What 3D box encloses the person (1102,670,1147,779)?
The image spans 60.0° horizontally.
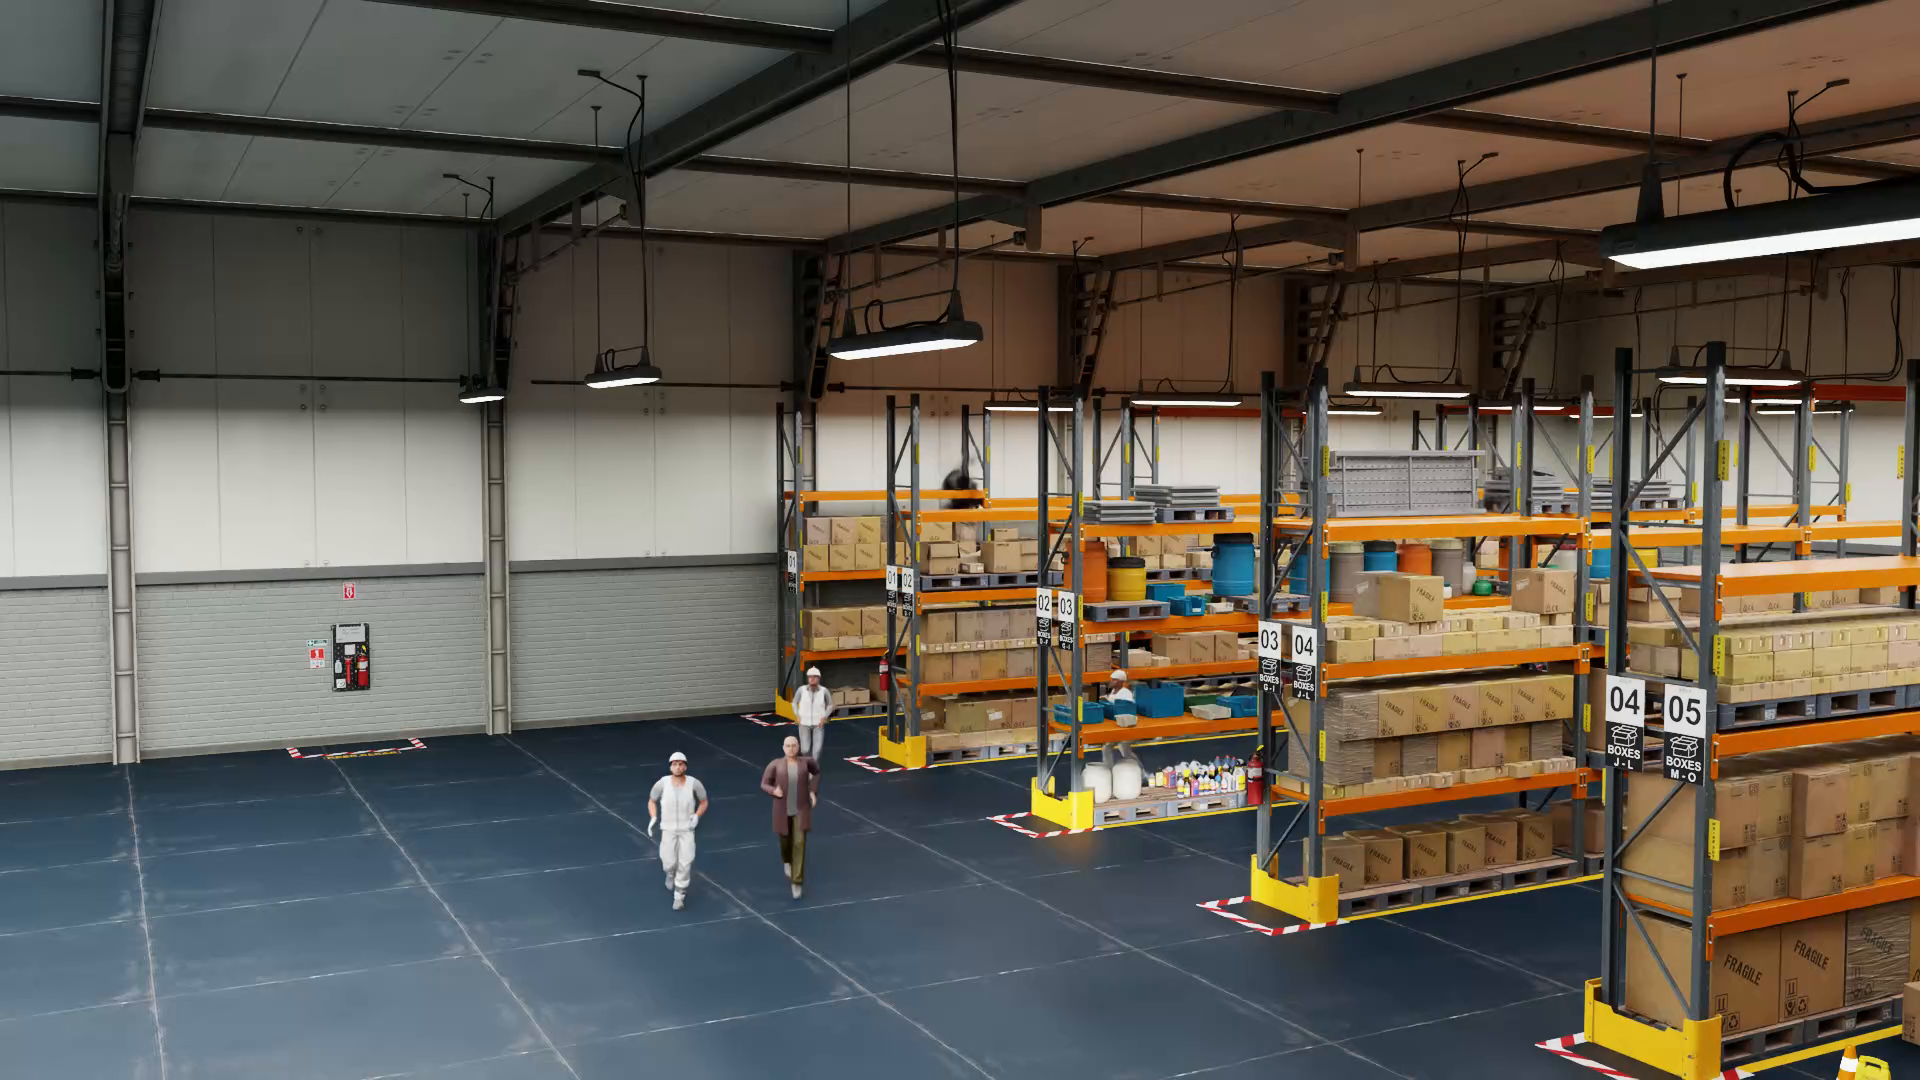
[{"bbox_3d":[2.438,2.861,25.092,0.848,1.807,0.685,-2,4,-27],"label":"person"}]

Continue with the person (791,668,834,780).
[{"bbox_3d":[-2.301,2.844,25.948,0.652,1.739,0.569,0,3,-8],"label":"person"}]

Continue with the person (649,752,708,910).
[{"bbox_3d":[-3.157,3.246,18.657,0.666,1.745,0.600,0,3,-8],"label":"person"}]

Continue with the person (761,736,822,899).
[{"bbox_3d":[-1.956,3.162,19.313,0.710,1.781,1.049,0,3,-6],"label":"person"}]
